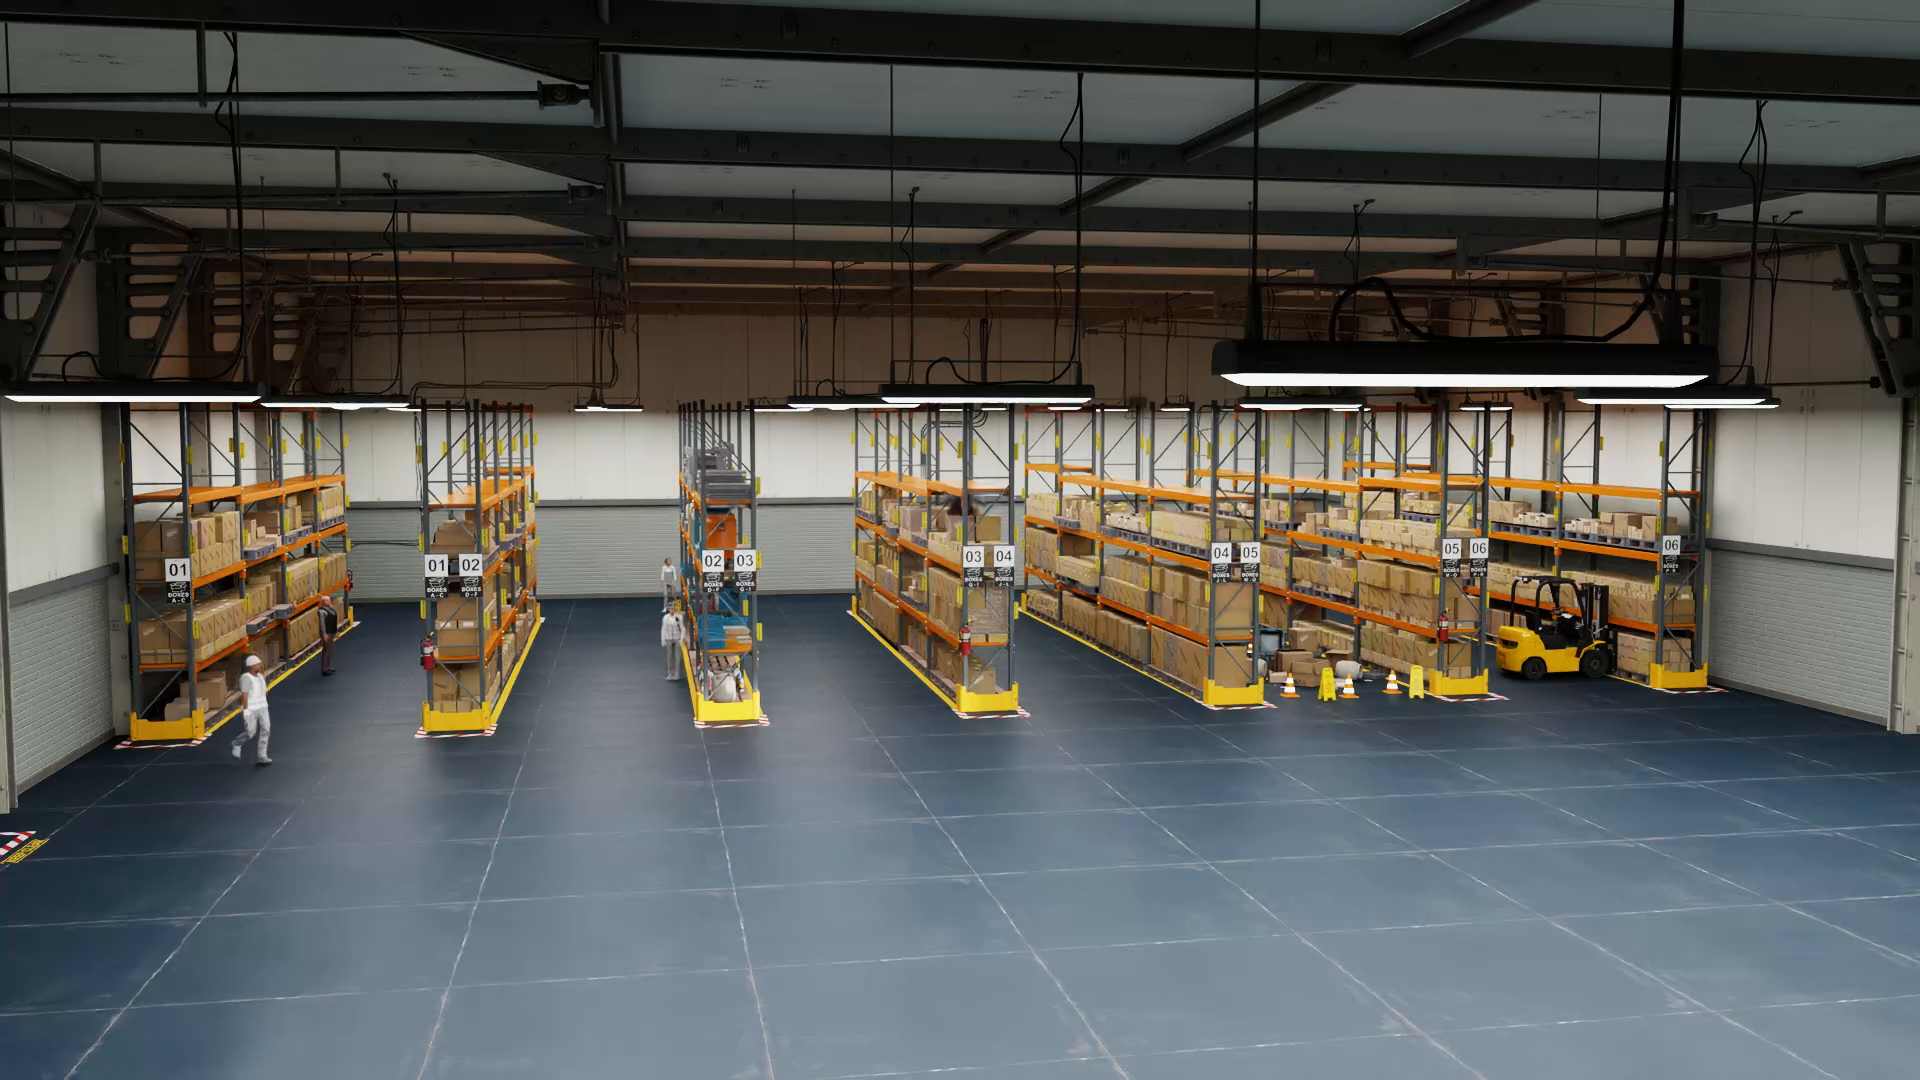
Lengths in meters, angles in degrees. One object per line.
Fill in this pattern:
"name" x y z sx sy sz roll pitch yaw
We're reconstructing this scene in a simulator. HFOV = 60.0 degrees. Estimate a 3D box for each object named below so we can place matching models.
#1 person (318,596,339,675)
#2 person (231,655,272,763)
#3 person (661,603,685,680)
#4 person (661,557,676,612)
"person" -13.961 2.113 36.772 0.407 1.757 0.553 -1 4 -13
"person" -11.623 2.772 27.296 0.700 1.764 0.576 2 5 28
"person" -6.198 2.183 35.927 0.522 1.692 0.349 0 4 -3
"person" -8.456 1.285 48.307 0.437 1.576 0.759 0 4 0
